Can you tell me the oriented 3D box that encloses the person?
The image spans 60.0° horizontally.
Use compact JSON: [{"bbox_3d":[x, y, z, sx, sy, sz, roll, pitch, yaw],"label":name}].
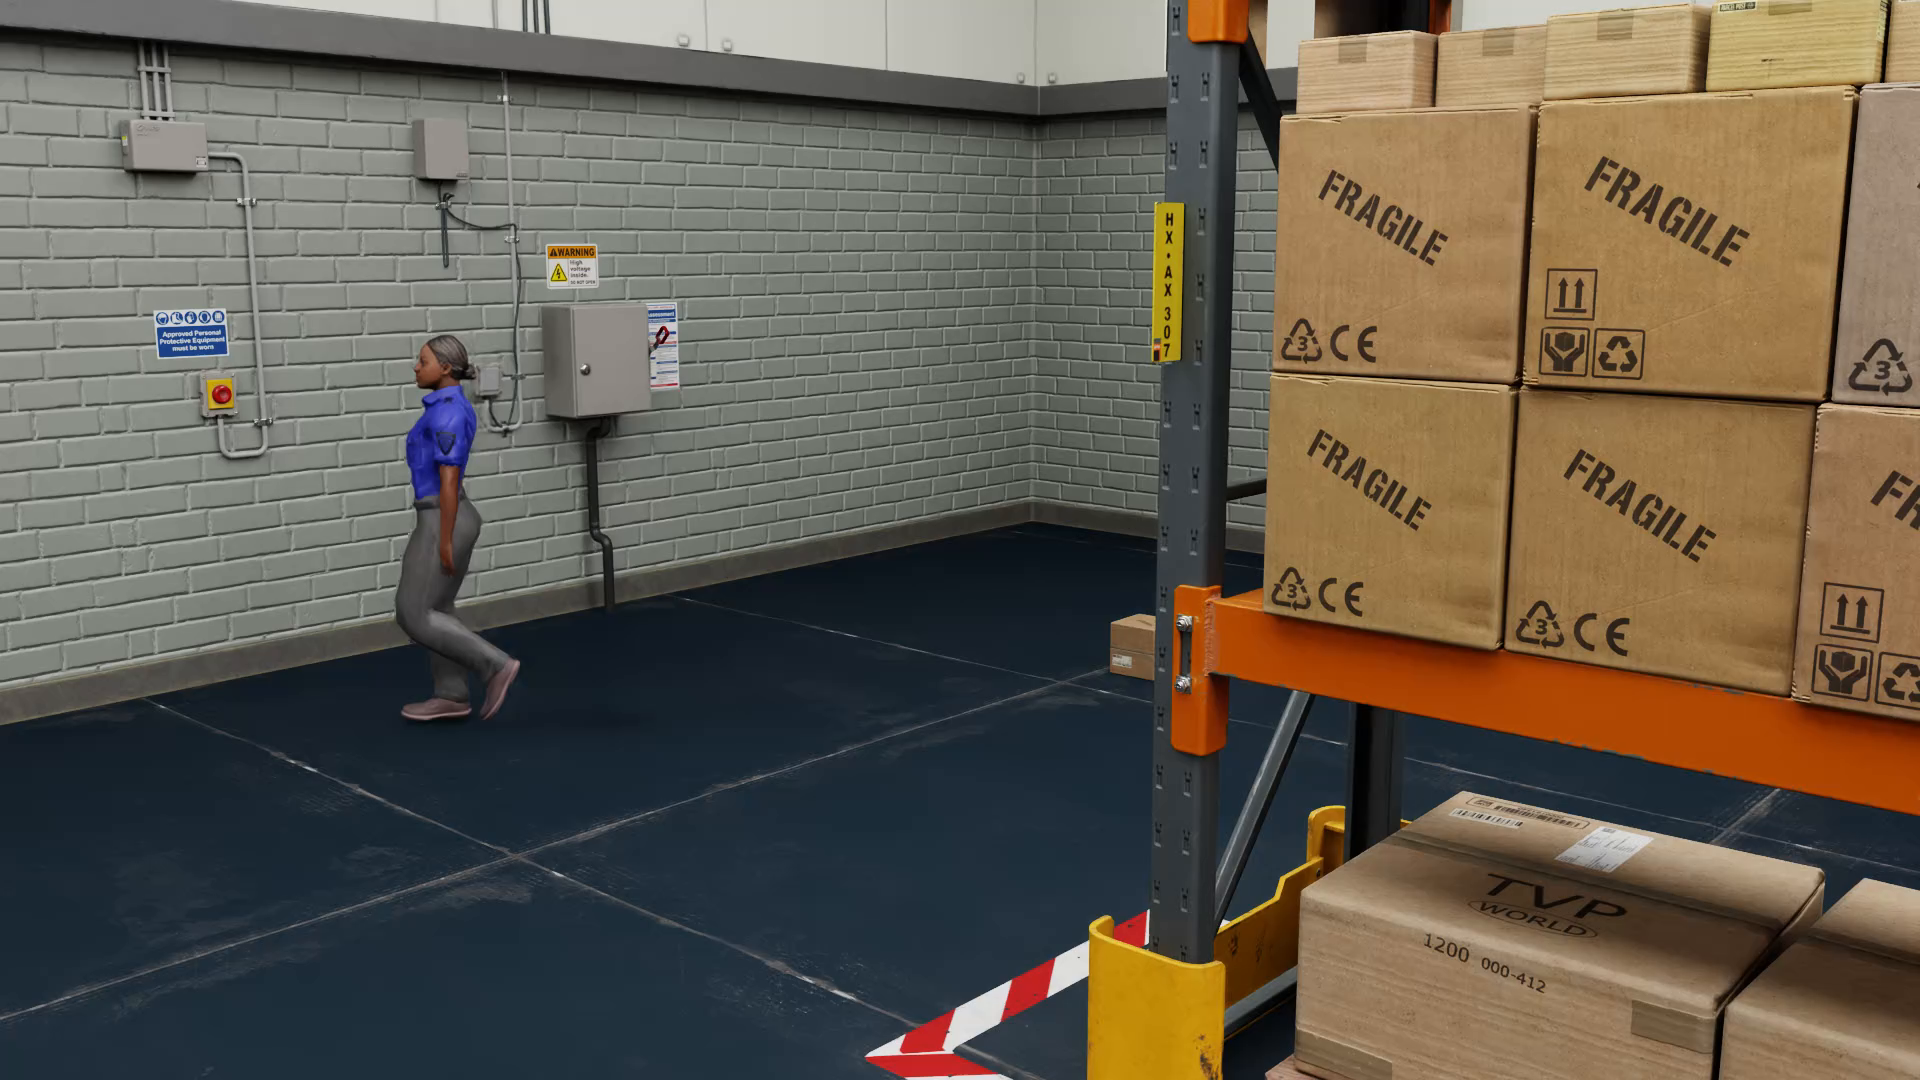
[{"bbox_3d":[-2.142,-0.039,7.023,0.525,1.642,0.446,-2,10,-10],"label":"person"}]
